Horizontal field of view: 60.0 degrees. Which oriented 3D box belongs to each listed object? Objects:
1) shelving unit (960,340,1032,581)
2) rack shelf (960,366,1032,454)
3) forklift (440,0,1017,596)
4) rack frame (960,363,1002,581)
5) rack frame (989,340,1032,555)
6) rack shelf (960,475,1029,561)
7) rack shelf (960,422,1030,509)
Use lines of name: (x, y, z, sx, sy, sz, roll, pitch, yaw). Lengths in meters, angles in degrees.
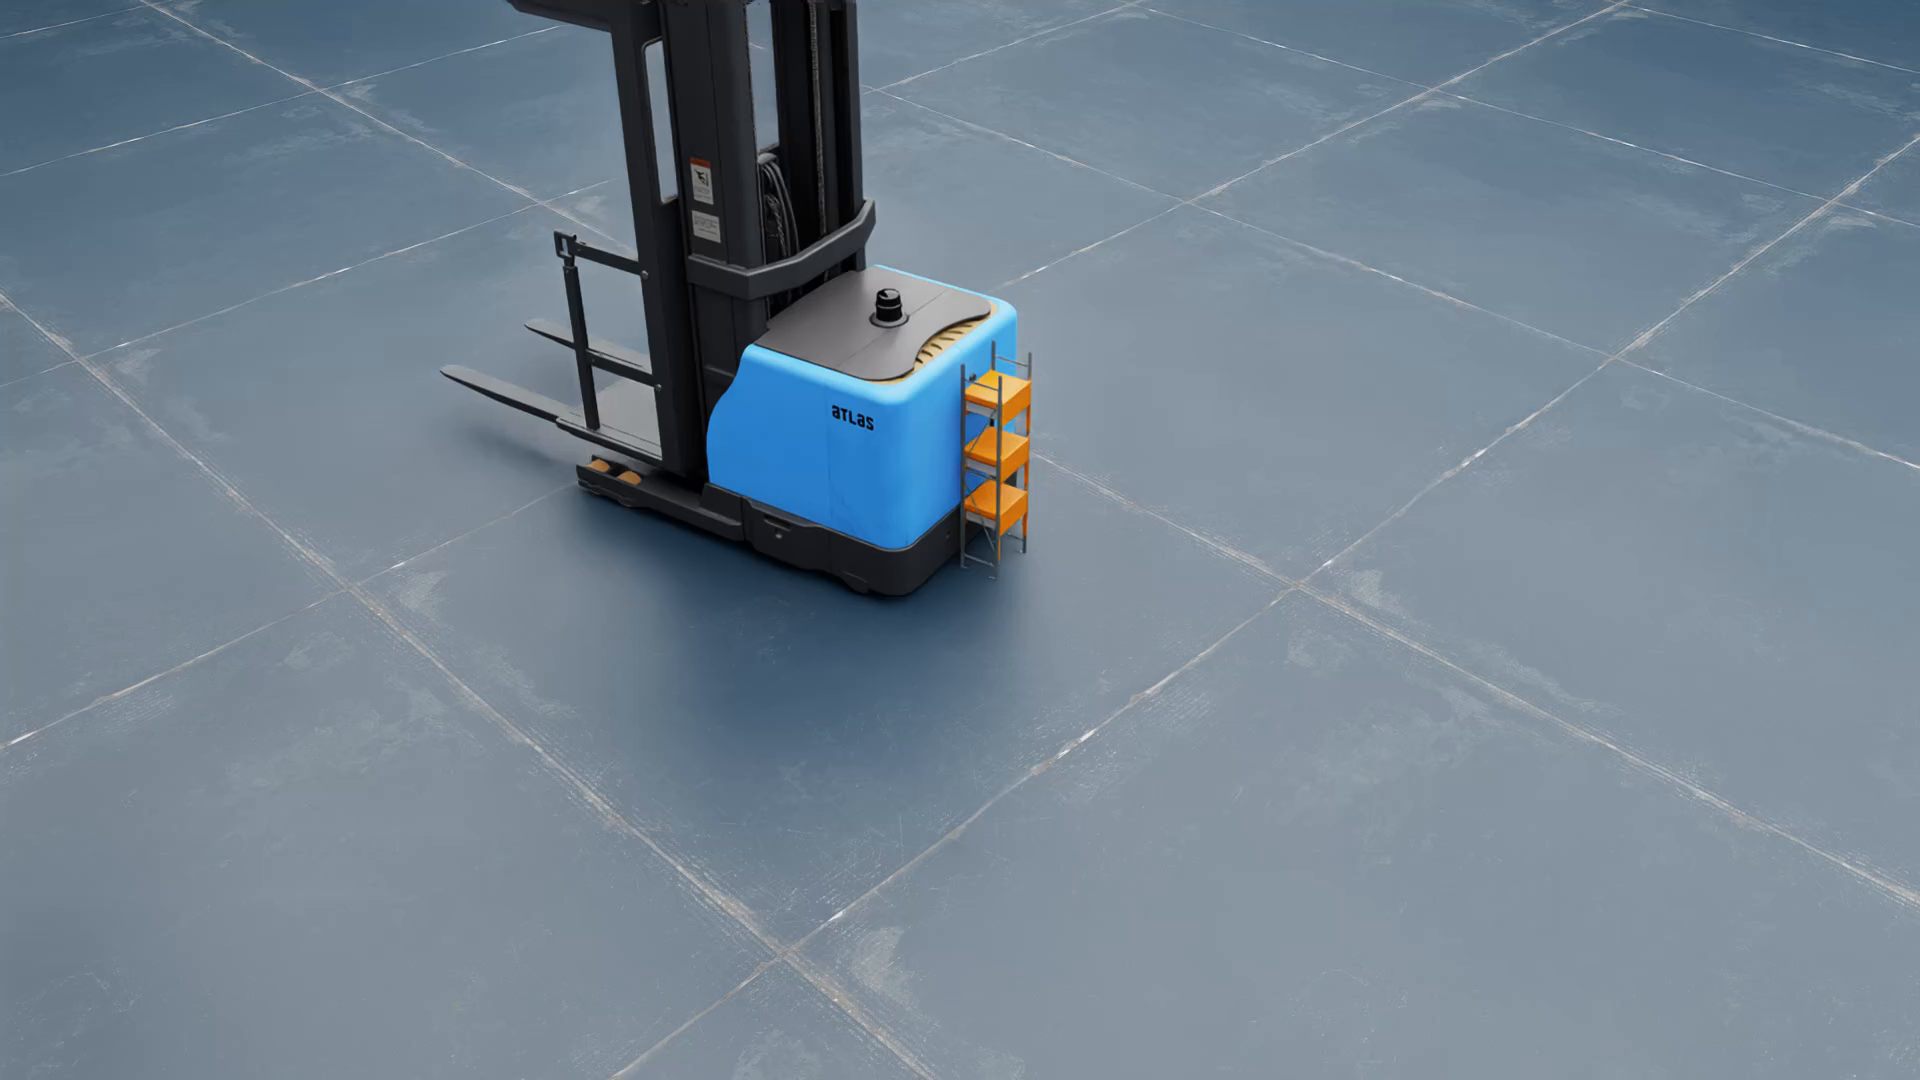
shelving unit: (0.155, -0.337, 7.316, 0.215, 1.050, 0.252, 20, 40, 26)
rack shelf: (0.155, -0.561, 7.159, 0.215, 0.259, 0.240, 20, 40, 26)
forklift: (-1.247, -1.595, 7.475, 3.031, 2.935, 1.130, 20, 40, 26)
rack frame: (0.089, -0.279, 7.231, 0.200, 1.050, 0.008, 20, 40, 26)
rack frame: (0.220, -0.396, 7.400, 0.200, 1.050, 0.008, 20, 40, 26)
rack shelf: (0.154, -0.101, 7.481, 0.215, 0.259, 0.240, 20, 40, 26)
rack shelf: (0.155, -0.329, 7.322, 0.215, 0.259, 0.240, 20, 40, 26)
